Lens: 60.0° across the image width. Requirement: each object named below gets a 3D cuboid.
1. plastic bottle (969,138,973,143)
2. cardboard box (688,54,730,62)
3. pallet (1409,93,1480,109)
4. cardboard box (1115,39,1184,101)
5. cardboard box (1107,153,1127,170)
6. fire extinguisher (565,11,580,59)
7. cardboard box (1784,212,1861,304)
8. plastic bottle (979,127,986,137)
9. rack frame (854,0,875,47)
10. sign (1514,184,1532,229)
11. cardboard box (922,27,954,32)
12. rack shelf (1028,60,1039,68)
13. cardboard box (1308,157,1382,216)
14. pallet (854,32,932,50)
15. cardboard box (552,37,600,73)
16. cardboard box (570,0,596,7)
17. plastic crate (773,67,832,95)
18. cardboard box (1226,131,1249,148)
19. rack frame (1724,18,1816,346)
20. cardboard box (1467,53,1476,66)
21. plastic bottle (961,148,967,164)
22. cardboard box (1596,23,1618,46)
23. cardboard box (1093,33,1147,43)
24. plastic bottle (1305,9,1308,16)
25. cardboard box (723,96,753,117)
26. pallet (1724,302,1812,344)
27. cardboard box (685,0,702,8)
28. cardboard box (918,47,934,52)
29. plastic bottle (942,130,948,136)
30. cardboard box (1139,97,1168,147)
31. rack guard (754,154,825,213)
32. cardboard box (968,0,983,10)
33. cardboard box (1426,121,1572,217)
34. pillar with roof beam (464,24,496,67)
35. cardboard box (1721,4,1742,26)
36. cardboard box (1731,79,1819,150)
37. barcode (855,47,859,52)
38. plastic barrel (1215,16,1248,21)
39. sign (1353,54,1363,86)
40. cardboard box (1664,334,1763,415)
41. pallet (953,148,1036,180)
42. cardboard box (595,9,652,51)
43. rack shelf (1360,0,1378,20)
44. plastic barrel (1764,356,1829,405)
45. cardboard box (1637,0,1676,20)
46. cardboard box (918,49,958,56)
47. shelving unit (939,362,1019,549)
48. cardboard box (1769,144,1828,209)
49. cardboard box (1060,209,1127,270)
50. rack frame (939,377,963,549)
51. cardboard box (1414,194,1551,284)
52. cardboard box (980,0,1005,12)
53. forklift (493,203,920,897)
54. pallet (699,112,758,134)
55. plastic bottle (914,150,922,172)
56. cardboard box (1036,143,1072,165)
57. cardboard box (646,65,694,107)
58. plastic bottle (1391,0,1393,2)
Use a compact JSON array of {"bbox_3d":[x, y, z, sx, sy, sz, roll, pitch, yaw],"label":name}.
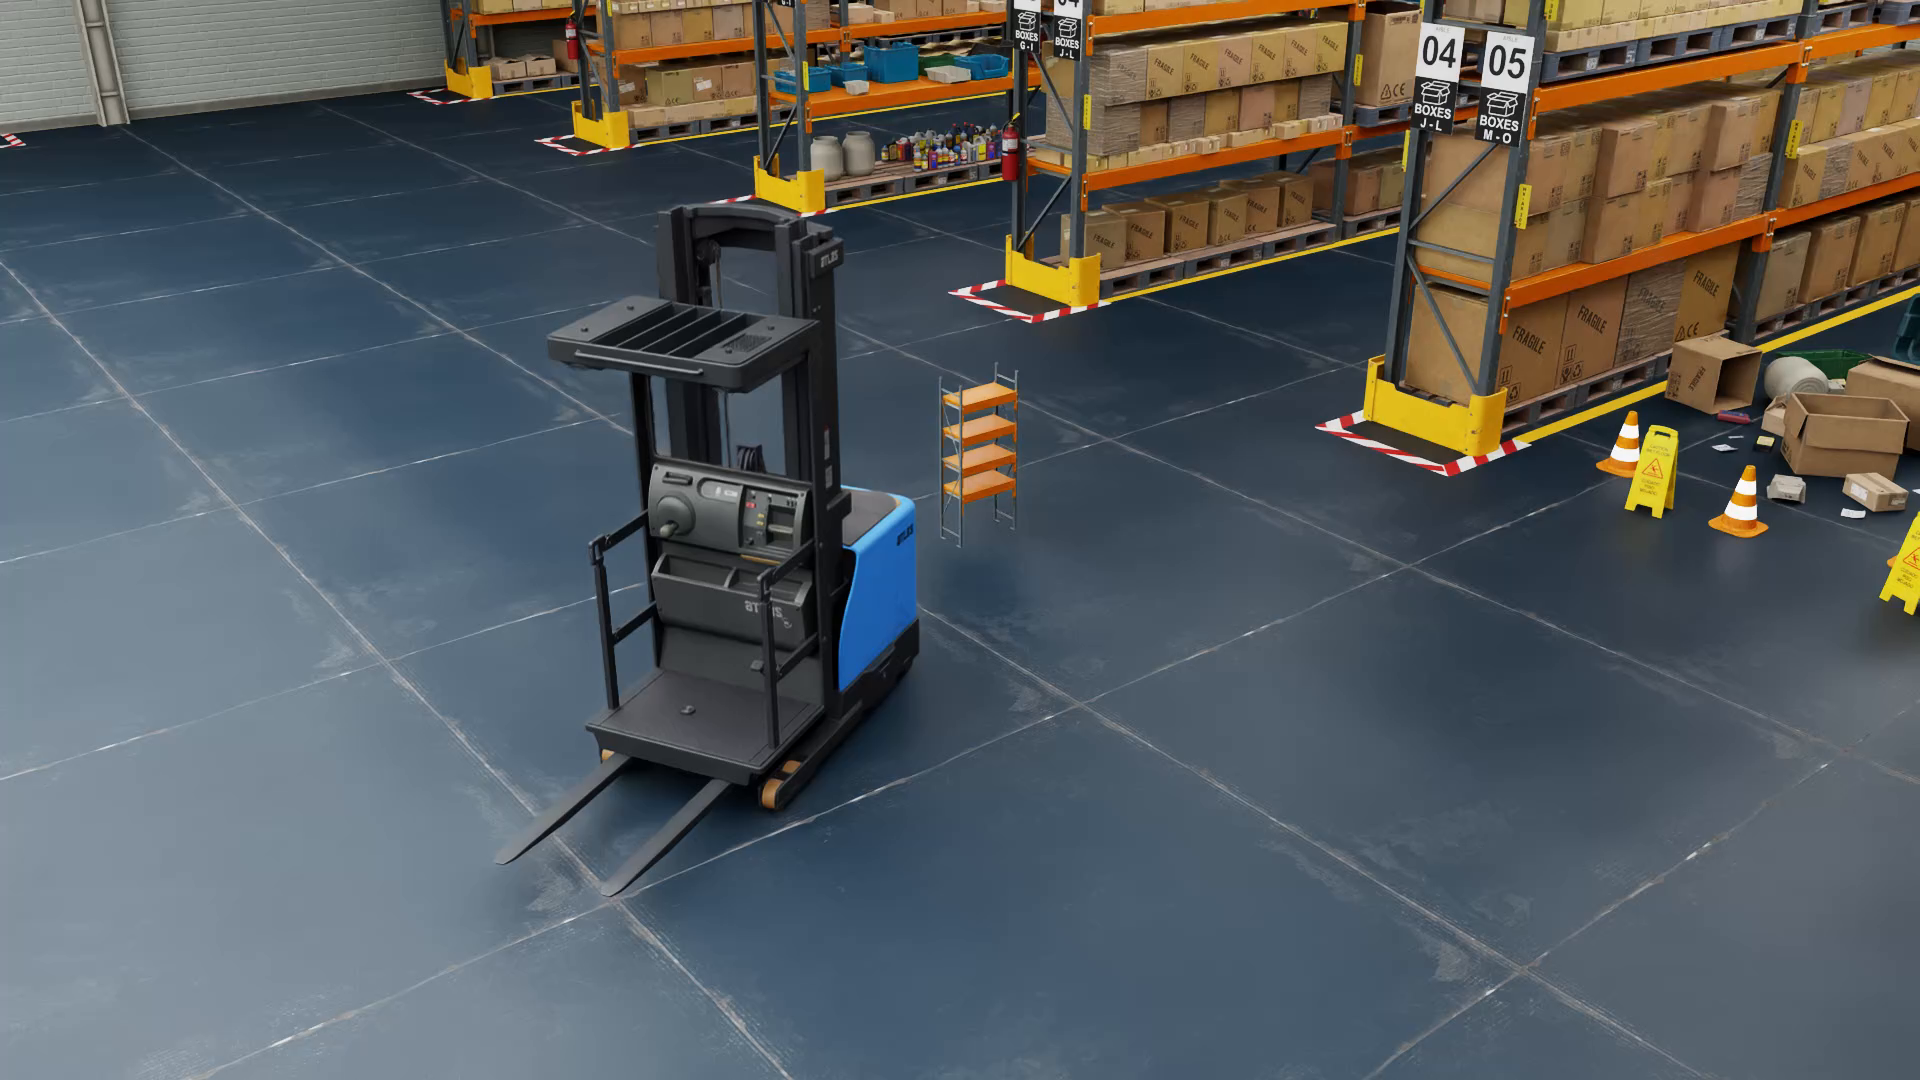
[{"bbox_3d":[0.165,-5.200,22.095,0.133,0.283,0.061,-18,31,-34],"label":"plastic bottle"},{"bbox_3d":[-3.808,-7.120,25.405,0.500,0.500,0.500,-18,31,-34],"label":"cardboard box"},{"bbox_3d":[5.655,-5.385,20.019,1.213,0.211,1.003,-18,31,-34],"label":"pallet"},{"bbox_3d":[1.890,-4.736,16.732,0.500,0.500,0.500,-18,31,-34],"label":"cardboard box"},{"bbox_3d":[1.472,-3.862,16.806,0.250,0.149,0.380,-18,31,-34],"label":"cardboard box"},{"bbox_3d":[-5.598,-7.293,23.992,0.183,0.674,0.296,-18,31,-34],"label":"fire extinguisher"},{"bbox_3d":[8.215,-2.902,16.614,0.750,0.750,1.050,-18,31,-34],"label":"cardboard box"},{"bbox_3d":[0.290,-5.504,22.749,0.133,0.283,0.061,-18,31,-34],"label":"plastic bottle"},{"bbox_3d":[-1.982,-10.923,31.722,0.127,3.000,1.000,-18,31,-34],"label":"rack frame"},{"bbox_3d":[4.211,-2.496,12.442,0.005,0.325,0.100,-18,31,-34],"label":"sign"},{"bbox_3d":[-0.630,-10.511,32.890,0.750,0.750,0.750,-18,31,-34],"label":"cardboard box"},{"bbox_3d":[2.557,-6.795,23.683,4.000,0.370,1.077,-18,31,-34],"label":"rack shelf"},{"bbox_3d":[4.536,-4.179,19.638,0.500,0.500,0.700,-21,32,-38],"label":"cardboard box"},{"bbox_3d":[-1.316,-9.838,32.697,1.213,0.211,1.003,-18,31,-34],"label":"pallet"},{"bbox_3d":[-6.621,-8.382,28.695,0.500,0.500,0.700,-21,32,-37],"label":"cardboard box"},{"bbox_3d":[-6.494,-9.208,28.181,0.500,0.250,0.500,-18,30,-34],"label":"cardboard box"},{"bbox_3d":[-1.955,-5.724,20.698,0.616,0.251,0.499,-18,31,-34],"label":"plastic crate"},{"bbox_3d":[2.862,-4.309,17.770,0.250,0.149,0.380,-18,31,-34],"label":"cardboard box"},{"bbox_3d":[7.020,-3.292,15.280,0.127,3.000,1.000,-18,31,-34],"label":"rack frame"},{"bbox_3d":[6.409,-5.904,20.291,0.500,0.500,0.700,-13,28,-27],"label":"cardboard box"},{"bbox_3d":[0.043,-5.055,21.880,0.097,0.201,0.097,0,25,0],"label":"plastic bottle"},{"bbox_3d":[4.738,-3.849,12.599,0.250,0.149,0.380,-18,30,-34],"label":"cardboard box"},{"bbox_3d":[1.562,-4.912,17.112,0.500,0.500,0.500,-18,31,-34],"label":"cardboard box"},{"bbox_3d":[5.373,-8.194,25.981,0.133,0.283,0.061,-18,31,-34],"label":"plastic bottle"},{"bbox_3d":[-3.478,-6.603,25.181,0.500,0.250,0.500,-18,31,-34],"label":"cardboard box"},{"bbox_3d":[7.581,-2.252,16.352,1.213,0.211,1.003,-18,31,-34],"label":"pallet"},{"bbox_3d":[-3.965,-7.844,24.198,0.250,0.149,0.380,-19,31,-36],"label":"cardboard box"},{"bbox_3d":[-0.731,-8.037,27.605,0.500,0.311,0.500,-19,31,-35],"label":"cardboard box"},{"bbox_3d":[-0.212,-5.419,22.567,0.133,0.283,0.061,-17,30,-32],"label":"plastic bottle"},{"bbox_3d":[1.661,-4.406,17.208,0.500,0.500,0.875,-18,31,-34],"label":"cardboard box"},{"bbox_3d":[-2.134,-4.464,20.775,0.348,0.500,1.175,-18,31,-34],"label":"rack guard"},{"bbox_3d":[0.254,-9.074,27.845,0.500,0.311,0.500,-19,31,-35],"label":"cardboard box"},{"bbox_3d":[4.189,-2.894,12.962,0.550,0.550,0.875,-18,31,-34],"label":"cardboard box"},{"bbox_3d":[-5.604,-10.608,23.918,0.400,9.000,9.100,-18,31,-34],"label":"pillar with roof beam"},{"bbox_3d":[6.132,-4.310,13.591,0.250,0.149,0.380,-18,30,-33],"label":"cardboard box"},{"bbox_3d":[7.407,-3.922,15.330,0.500,0.500,0.700,-19,31,-35],"label":"cardboard box"},{"bbox_3d":[-1.613,-7.673,26.027,0.075,0.075,0.001,-18,31,-34],"label":"barcode"},{"bbox_3d":[3.953,-7.482,24.146,0.708,0.536,0.600,-18,31,-34],"label":"plastic barrel"},{"bbox_3d":[4.380,-5.176,18.311,0.005,0.325,0.100,-18,31,-34],"label":"sign"},{"bbox_3d":[6.432,-1.416,14.204,0.500,0.500,0.500,-13,28,-25],"label":"cardboard box"},{"bbox_3d":[0.429,-5.176,22.653,1.213,0.211,1.003,-18,31,-34],"label":"pallet"},{"bbox_3d":[-4.843,-7.367,23.942,0.500,0.500,0.700,-18,31,-34],"label":"cardboard box"},{"bbox_3d":[5.613,-6.515,19.516,4.000,0.370,1.077,-18,31,-34],"label":"rack shelf"},{"bbox_3d":[7.074,-1.320,14.092,0.421,0.421,0.512,1,25,2],"label":"plastic barrel"},{"bbox_3d":[5.206,-4.220,12.924,0.500,0.250,0.500,-19,31,-34],"label":"cardboard box"},{"bbox_3d":[-0.383,-7.866,27.237,0.500,0.311,0.500,-17,30,-33],"label":"cardboard box"},{"bbox_3d":[0.130,-0.587,11.590,0.503,1.200,0.258,-18,31,-34],"label":"shelving unit"},{"bbox_3d":[7.600,-3.385,15.361,0.500,0.500,0.500,-18,30,-33],"label":"cardboard box"},{"bbox_3d":[1.393,-3.135,17.413,0.500,0.500,0.500,-12,28,-25],"label":"cardboard box"},{"bbox_3d":[-0.062,-0.524,11.453,0.015,1.200,0.240,-18,31,-34],"label":"rack frame"},{"bbox_3d":[4.137,-2.432,13.249,0.550,0.550,0.875,-18,31,-34],"label":"cardboard box"},{"bbox_3d":[0.540,-8.844,27.541,0.250,0.149,0.380,-18,31,-34],"label":"cardboard box"},{"bbox_3d":[-1.306,-0.120,8.527,1.130,2.935,3.031,11,27,22],"label":"forklift"},{"bbox_3d":[-3.683,-6.468,25.435,1.213,0.211,1.003,-18,31,-34],"label":"pallet"},{"bbox_3d":[-0.546,-4.893,21.447,0.097,0.271,0.097,0,25,0],"label":"plastic bottle"},{"bbox_3d":[0.989,-3.950,16.997,0.250,0.149,0.380,-18,31,-34],"label":"cardboard box"},{"bbox_3d":[-4.267,-6.684,24.466,0.500,0.500,0.500,-18,31,-34],"label":"cardboard box"},{"bbox_3d":[6.757,-8.310,26.152,0.185,0.351,0.144,-18,31,-34],"label":"plastic bottle"}]
